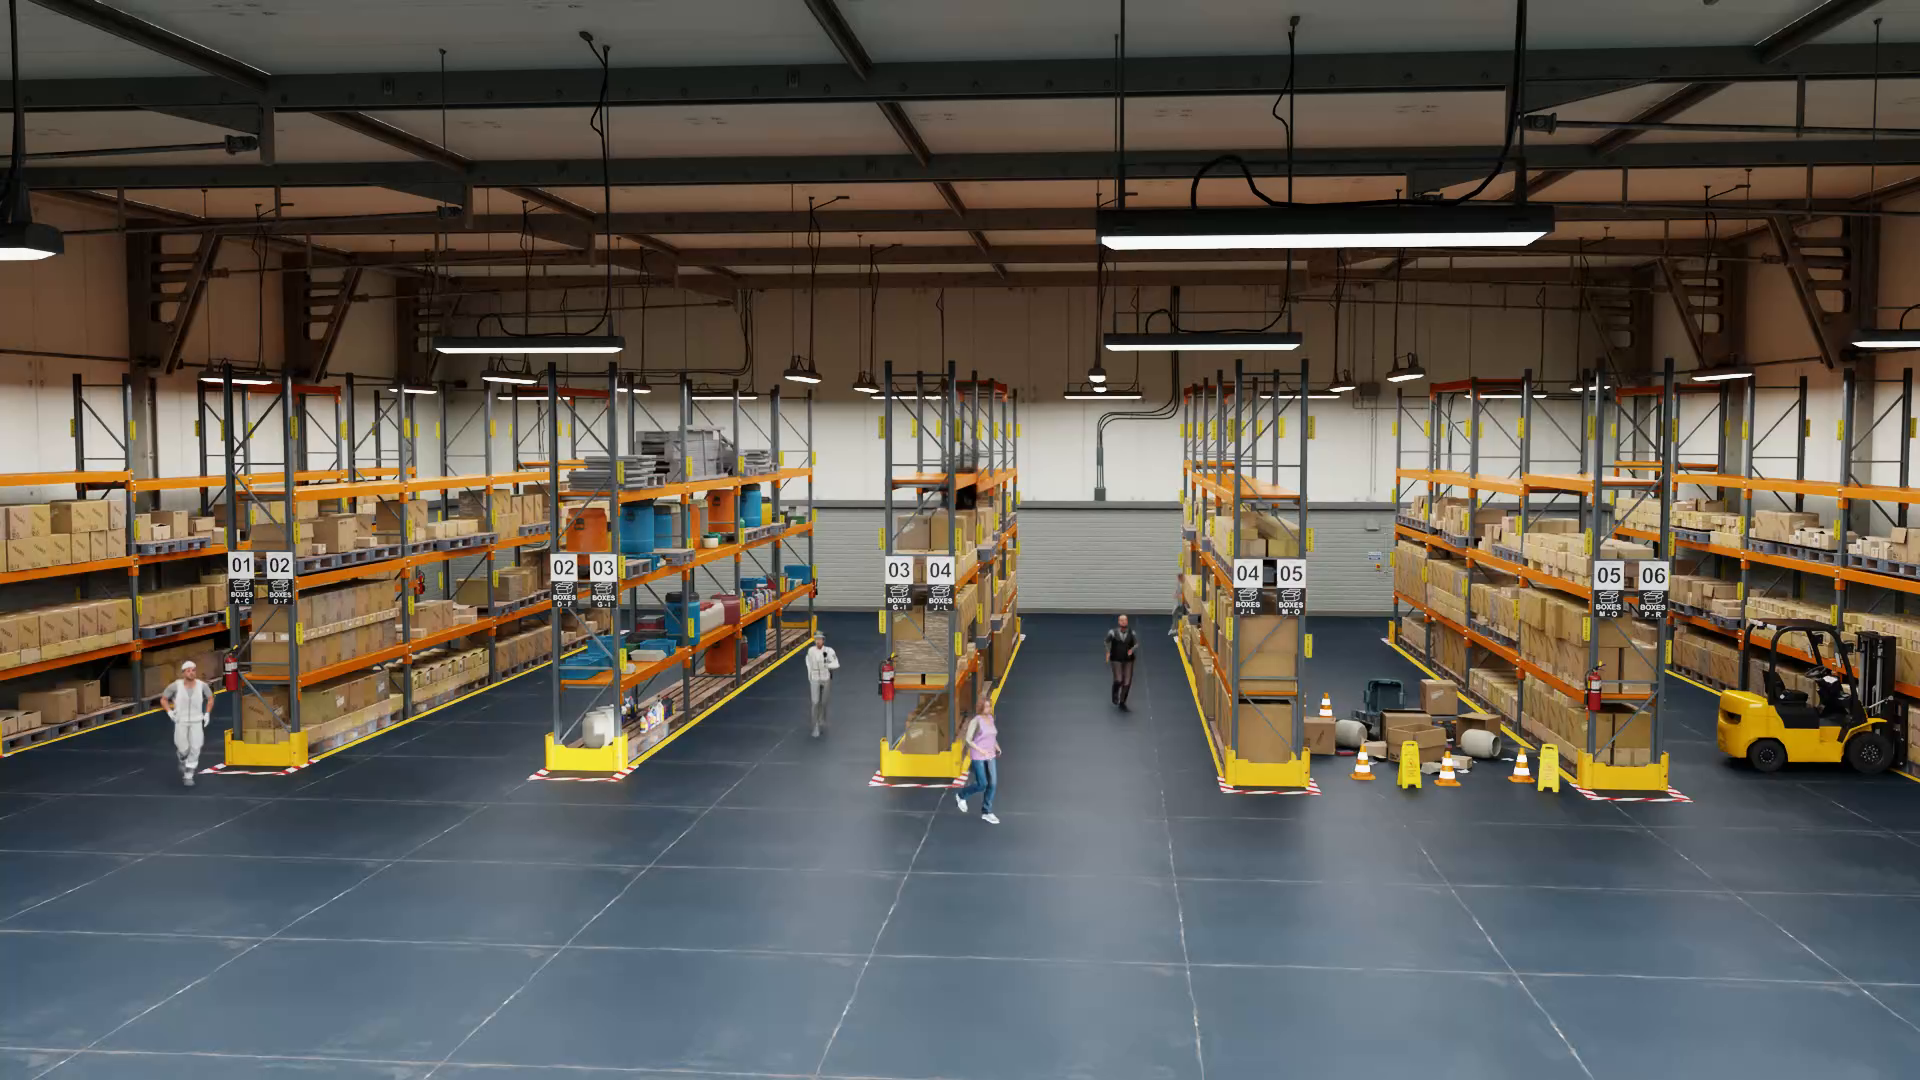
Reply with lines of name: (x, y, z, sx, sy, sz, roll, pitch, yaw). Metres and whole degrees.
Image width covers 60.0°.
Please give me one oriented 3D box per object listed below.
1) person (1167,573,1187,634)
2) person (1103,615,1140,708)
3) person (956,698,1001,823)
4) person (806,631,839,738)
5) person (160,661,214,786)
person: (5.481, 1.567, 40.696, 0.717, 1.565, 0.604, 0, 4, -5)
person: (2.916, 2.191, 29.853, 0.644, 1.680, 0.591, 0, 4, -4)
person: (0.258, 2.816, 21.402, 0.668, 1.594, 0.566, 3, 5, 43)
person: (-2.276, 2.356, 27.474, 0.584, 1.754, 0.760, 0, 4, 0)
person: (-10.968, 2.589, 23.645, 0.700, 1.756, 0.577, -2, 5, -33)
